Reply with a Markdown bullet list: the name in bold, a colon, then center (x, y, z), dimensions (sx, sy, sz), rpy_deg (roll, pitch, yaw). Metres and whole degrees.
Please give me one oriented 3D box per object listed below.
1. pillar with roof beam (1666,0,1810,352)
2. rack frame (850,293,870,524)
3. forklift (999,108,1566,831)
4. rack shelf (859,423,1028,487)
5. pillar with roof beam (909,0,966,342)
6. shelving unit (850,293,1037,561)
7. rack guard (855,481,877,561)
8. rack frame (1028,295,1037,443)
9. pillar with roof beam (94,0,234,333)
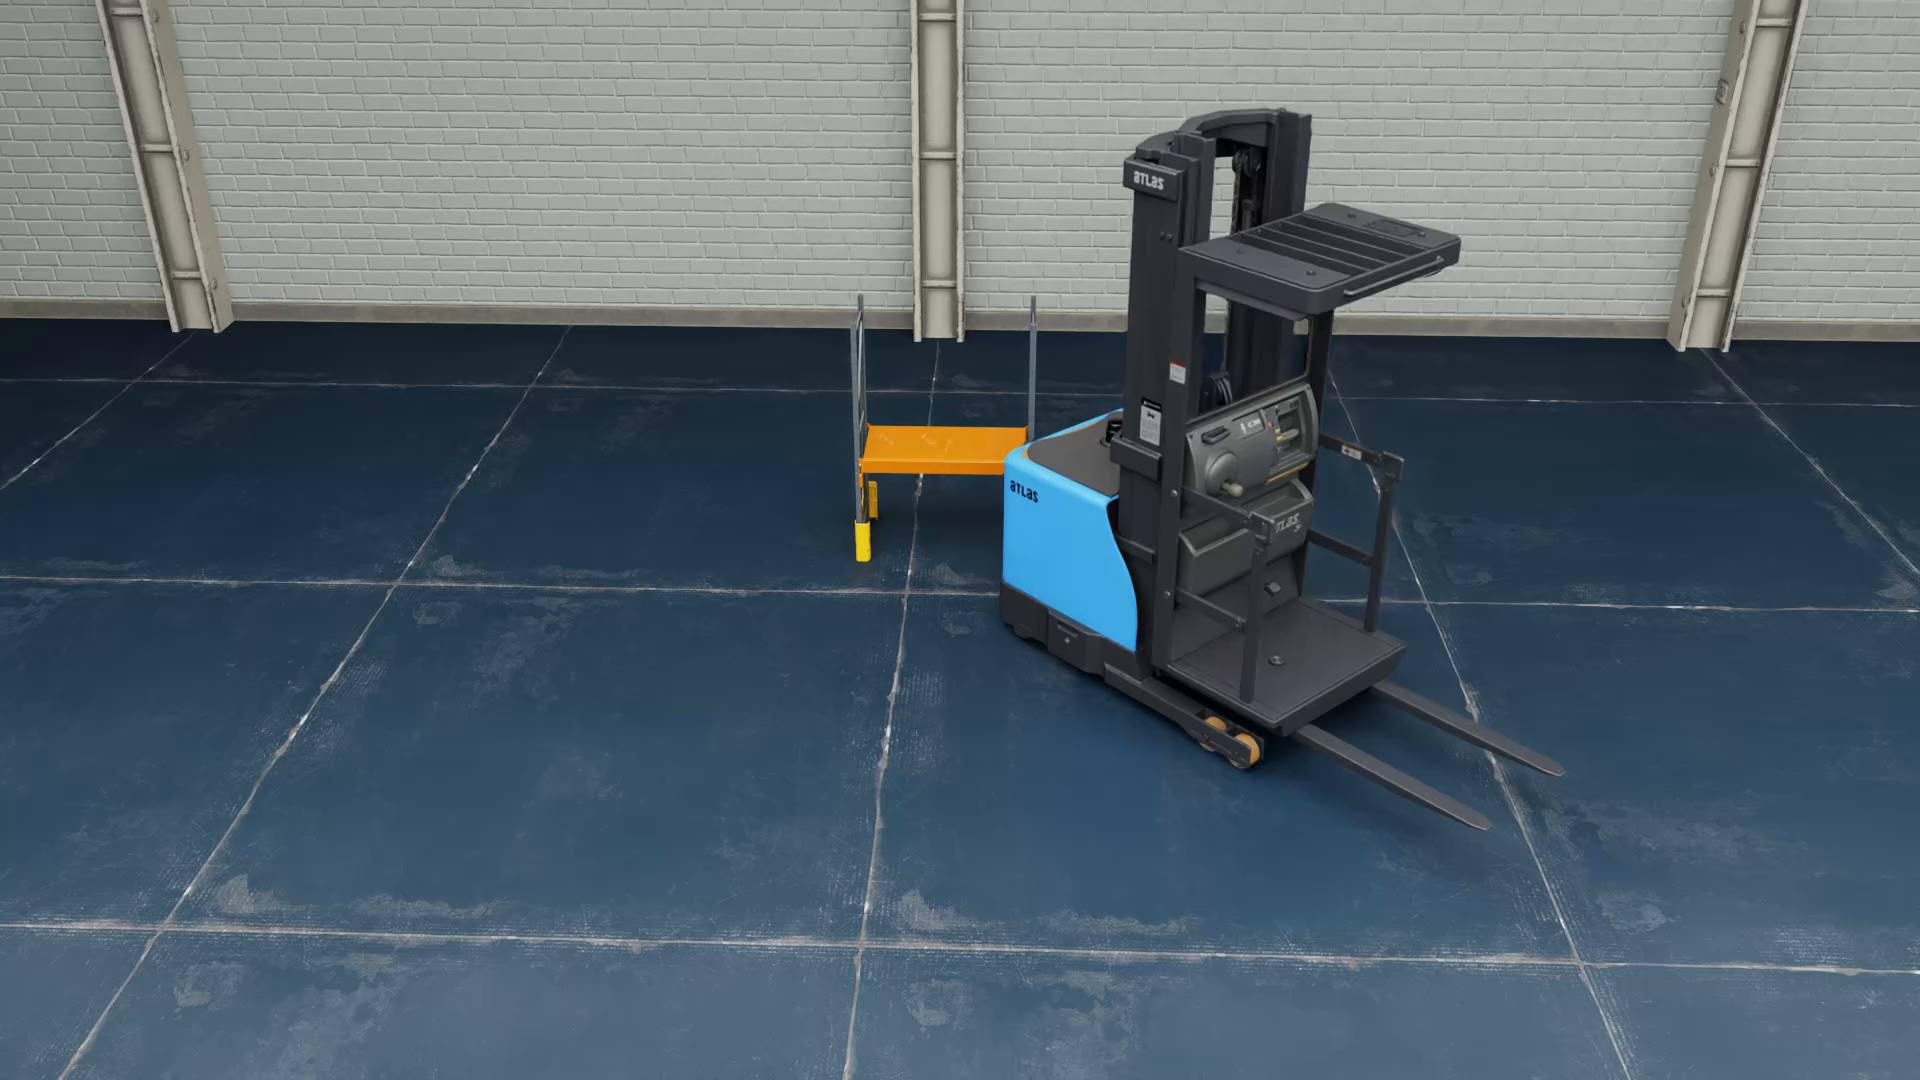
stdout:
- **pillar with roof beam**: center (5.682, -3.510, 7.264), dimensions (0.400, 9.000, 9.100), rpy_deg (1, 28, 2)
- **rack frame**: center (-0.593, -0.672, 9.917), dimensions (0.032, 1.500, 0.500), rpy_deg (1, 28, 2)
- **forklift**: center (1.572, -0.447, 7.964), dimensions (1.130, 2.935, 3.031), rpy_deg (-23, 35, -36)
- **rack shelf**: center (-0.085, -0.505, 9.986), dimensions (1.000, 0.185, 0.538), rpy_deg (1, 28, 2)
- **pillar with roof beam**: center (-0.315, -3.610, 7.451), dimensions (0.400, 9.000, 9.100), rpy_deg (1, 28, 2)
- **shelving unit**: center (-0.076, -0.664, 9.901), dimensions (1.083, 1.500, 0.587), rpy_deg (1, 28, 2)
- **rack guard**: center (-0.574, -0.120, 10.209), dimensions (0.087, 0.250, 0.587), rpy_deg (1, 28, 2)
- **rack frame**: center (0.423, -0.656, 9.886), dimensions (0.032, 1.500, 0.500), rpy_deg (1, 28, 2)
- **pillar with roof beam**: center (-6.311, -3.709, 7.638), dimensions (0.400, 9.000, 9.100), rpy_deg (1, 28, 2)
